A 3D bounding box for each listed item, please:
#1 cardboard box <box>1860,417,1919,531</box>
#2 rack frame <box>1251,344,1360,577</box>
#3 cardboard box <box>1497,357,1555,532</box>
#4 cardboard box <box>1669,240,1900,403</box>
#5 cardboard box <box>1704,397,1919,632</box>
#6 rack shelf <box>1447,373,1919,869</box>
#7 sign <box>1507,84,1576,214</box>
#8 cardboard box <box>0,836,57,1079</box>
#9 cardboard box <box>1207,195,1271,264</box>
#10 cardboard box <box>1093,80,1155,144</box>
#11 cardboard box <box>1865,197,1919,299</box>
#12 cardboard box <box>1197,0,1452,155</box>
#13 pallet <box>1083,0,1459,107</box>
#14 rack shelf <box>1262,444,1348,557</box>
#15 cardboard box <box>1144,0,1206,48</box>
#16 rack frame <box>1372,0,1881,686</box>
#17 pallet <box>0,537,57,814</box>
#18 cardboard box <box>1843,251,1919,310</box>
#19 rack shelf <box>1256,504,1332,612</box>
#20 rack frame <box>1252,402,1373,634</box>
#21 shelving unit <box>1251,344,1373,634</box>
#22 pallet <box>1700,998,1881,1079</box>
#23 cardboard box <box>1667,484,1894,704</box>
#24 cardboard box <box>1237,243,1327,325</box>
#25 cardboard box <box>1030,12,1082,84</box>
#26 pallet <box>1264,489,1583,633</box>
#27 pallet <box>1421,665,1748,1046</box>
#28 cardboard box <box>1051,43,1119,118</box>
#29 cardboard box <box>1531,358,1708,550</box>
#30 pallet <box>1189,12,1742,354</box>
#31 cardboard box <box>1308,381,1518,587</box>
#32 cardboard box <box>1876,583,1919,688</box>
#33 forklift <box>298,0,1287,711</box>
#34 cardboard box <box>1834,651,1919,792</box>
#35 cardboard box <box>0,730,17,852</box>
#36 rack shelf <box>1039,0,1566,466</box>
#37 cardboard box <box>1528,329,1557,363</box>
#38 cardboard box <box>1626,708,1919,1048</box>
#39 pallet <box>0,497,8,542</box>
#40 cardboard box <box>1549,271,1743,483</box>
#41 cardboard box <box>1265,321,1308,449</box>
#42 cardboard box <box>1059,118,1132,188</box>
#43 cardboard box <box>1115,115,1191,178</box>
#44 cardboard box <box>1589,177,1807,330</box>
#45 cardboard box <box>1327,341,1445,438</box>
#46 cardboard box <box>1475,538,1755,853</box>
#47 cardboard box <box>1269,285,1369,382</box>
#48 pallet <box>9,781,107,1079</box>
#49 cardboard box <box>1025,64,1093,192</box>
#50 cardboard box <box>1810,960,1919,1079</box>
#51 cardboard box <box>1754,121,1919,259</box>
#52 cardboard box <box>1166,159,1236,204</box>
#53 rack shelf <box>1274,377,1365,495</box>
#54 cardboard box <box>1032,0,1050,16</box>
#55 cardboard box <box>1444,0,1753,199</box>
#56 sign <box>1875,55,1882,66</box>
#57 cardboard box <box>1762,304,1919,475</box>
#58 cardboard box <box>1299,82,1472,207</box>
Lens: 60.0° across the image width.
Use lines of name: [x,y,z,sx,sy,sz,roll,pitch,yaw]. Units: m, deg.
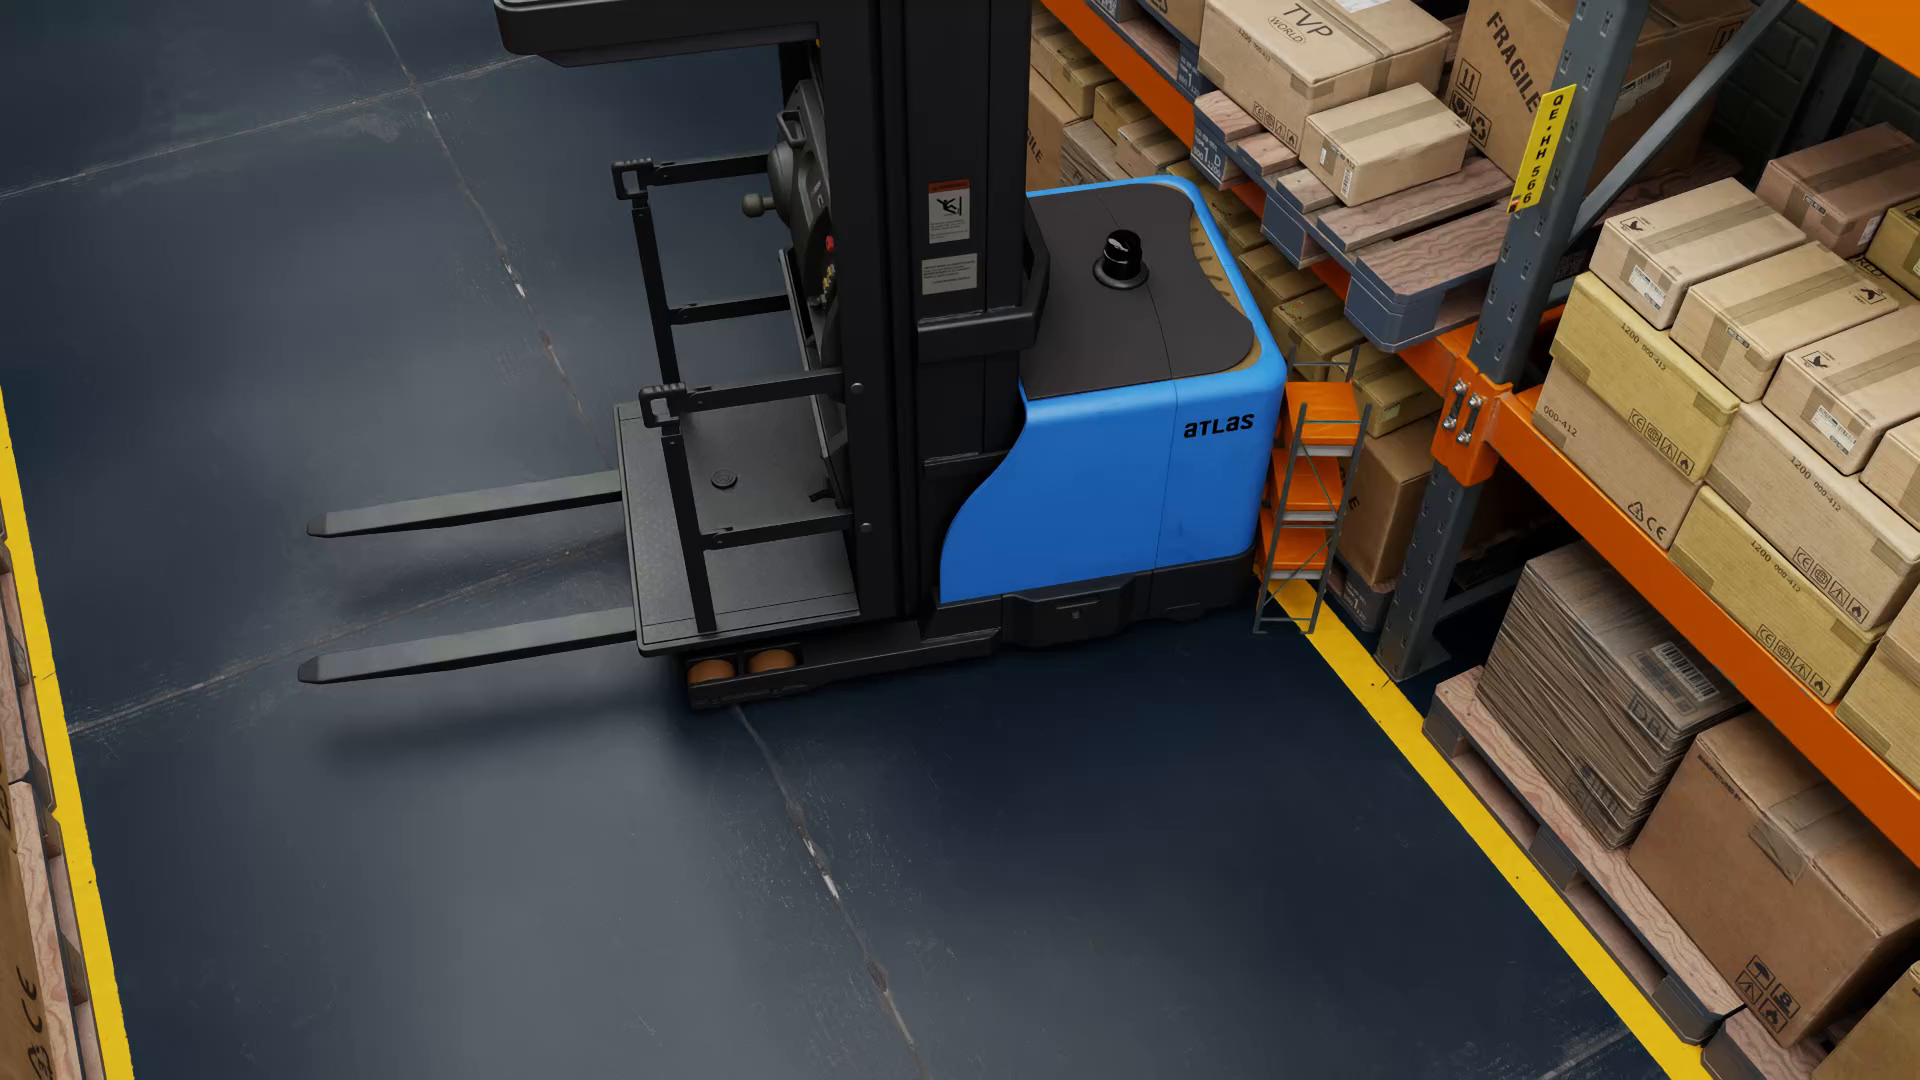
cardboard box: [2.095,-0.154,3.394,0.380,0.149,0.250,-21,52,-17]
rack frame: [1.067,-0.223,5.247,0.200,1.050,0.008,1,49,0]
cardboard box: [1.873,-0.428,5.513,0.500,0.500,0.500,-19,52,-16]
cardboard box: [1.823,-0.488,3.686,0.380,0.149,0.250,-20,52,-17]
cardboard box: [2.030,-0.133,3.641,0.500,0.250,0.500,-20,52,-16]
rack shelf: [2.731,0.841,3.499,1.077,0.370,4.000,-21,52,-18]
sign: [1.338,-0.896,3.824,0.100,0.325,0.005,-21,52,-18]
cardboard box: [-2.838,1.048,3.973,0.875,0.875,0.875,-22,52,-18]
cardboard box: [1.051,-1.062,5.637,0.380,0.149,0.250,-20,52,-16]
cardboard box: [0.716,-1.585,6.095,0.380,0.149,0.250,-21,52,-17]
cardboard box: [2.364,-0.696,3.868,0.380,0.149,0.250,-20,52,-17]
cardboard box: [1.046,-1.418,4.818,0.500,0.250,0.500,-23,53,-19]
pallet: [0.922,-1.971,5.608,1.003,0.211,1.213,-21,52,-18]
rack shelf: [1.065,-0.124,5.175,0.215,0.259,0.240,1,49,0]
cardboard box: [0.905,-1.935,5.102,0.797,0.503,0.637,-22,52,-18]
rack frame: [1.816,-0.734,4.399,1.000,3.000,0.127,-21,52,-18]
pallet: [-3.444,0.527,5.149,1.003,0.211,1.213,-21,52,-18]
cardboard box: [2.269,-0.644,4.088,0.500,0.250,0.500,-20,52,-17]
rack shelf: [1.065,0.059,5.384,0.215,0.259,0.240,1,49,0]
rack frame: [1.064,-0.039,5.087,0.200,1.050,0.008,1,49,0]
shelving unit: [1.065,-0.131,5.167,0.215,1.050,0.252,1,49,0]
pallet: [2.712,1.564,4.242,1.003,0.211,1.213,-21,52,-18]
cardboard box: [2.028,0.035,3.826,0.500,0.250,0.500,-22,52,-18]
cardboard box: [1.131,-0.870,5.469,0.380,0.149,0.250,-23,53,-19]
cardboard box: [0.455,-1.923,6.390,0.380,0.149,0.250,-21,52,-18]
pallet: [1.508,-0.329,5.897,1.003,0.211,1.213,-21,52,-18]
pallet: [2.158,0.748,4.955,1.003,0.211,1.213,-21,52,-18]
cardboard box: [0.567,-1.756,6.244,0.380,0.149,0.250,-19,52,-16]
cardboard box: [1.802,-0.304,4.122,0.500,0.250,0.500,-21,52,-17]
pallet: [1.444,-1.100,4.847,1.213,0.211,1.003,-21,52,-18]
cardboard box: [1.432,-0.258,5.365,0.500,0.500,0.500,-20,52,-16]
cardboard box: [2.253,0.224,3.329,0.500,0.250,0.500,-22,53,-18]
forklift: [-0.610,-0.868,4.562,3.031,2.935,1.130,-9,49,-8]
cardboard box: [2.270,0.377,3.527,0.500,0.250,0.500,-23,53,-19]
cardboard box: [-3.242,0.450,4.496,0.875,0.875,0.875,-21,52,-17]
rack shelf: [0.901,-1.836,5.841,1.077,0.370,4.000,-21,52,-18]
cardboard box: [1.855,-0.719,5.337,0.380,0.149,0.250,-19,51,-16]
cardboard box: [2.395,0.766,4.386,0.875,0.625,0.625,-20,52,-16]
pallet: [-4.006,-0.291,5.864,1.003,0.211,1.213,-21,52,-18]
cardboard box: [1.780,-0.460,3.927,0.500,0.250,0.500,-21,52,-18]
cardboard box: [1.212,-0.597,5.661,0.500,0.500,0.500,-22,52,-18]
cardboard box: [0.716,-1.287,6.265,0.500,0.500,0.500,-23,53,-19]
cardboard box: [0.783,-1.403,5.935,0.380,0.149,0.250,-23,53,-19]
cardboard box: [1.700,-0.666,3.842,0.380,0.149,0.250,-20,52,-16]
cardboard box: [1.365,-0.506,5.151,0.380,0.149,0.250,-24,53,-19]
cardboard box: [2.089,0.332,4.766,0.875,0.625,0.625,-20,52,-16]
cardboard box: [1.212,-0.678,5.301,0.380,0.149,0.250,-24,53,-19]
pallet: [-2.889,1.343,4.436,1.003,0.211,1.213,-21,52,-18]
cardboard box: [0.484,-1.637,6.570,0.500,0.500,0.500,-23,53,-19]
cardboard box: [2.704,1.217,3.992,0.875,0.625,0.625,-23,53,-19]
cardboard box: [2.145,-0.833,3.988,0.380,0.149,0.250,-20,52,-16]
cardboard box: [0.936,-1.229,5.783,0.380,0.149,0.250,-22,52,-18]
rack shelf: [1.065,-0.311,4.961,0.215,0.259,0.240,1,49,0]
cardboard box: [0.374,-2.103,6.547,0.380,0.149,0.250,-22,52,-18]
cardboard box: [1.720,-1.304,4.552,0.500,0.500,0.500,-19,51,-16]
sign: [2.308,-1.309,4.133,0.100,0.325,0.005,-21,52,-18]
cardboard box: [1.964,-0.324,3.544,0.380,0.149,0.250,-20,52,-17]
cardboard box: [1.174,-1.097,4.605,0.380,0.149,0.250,-20,52,-17]
